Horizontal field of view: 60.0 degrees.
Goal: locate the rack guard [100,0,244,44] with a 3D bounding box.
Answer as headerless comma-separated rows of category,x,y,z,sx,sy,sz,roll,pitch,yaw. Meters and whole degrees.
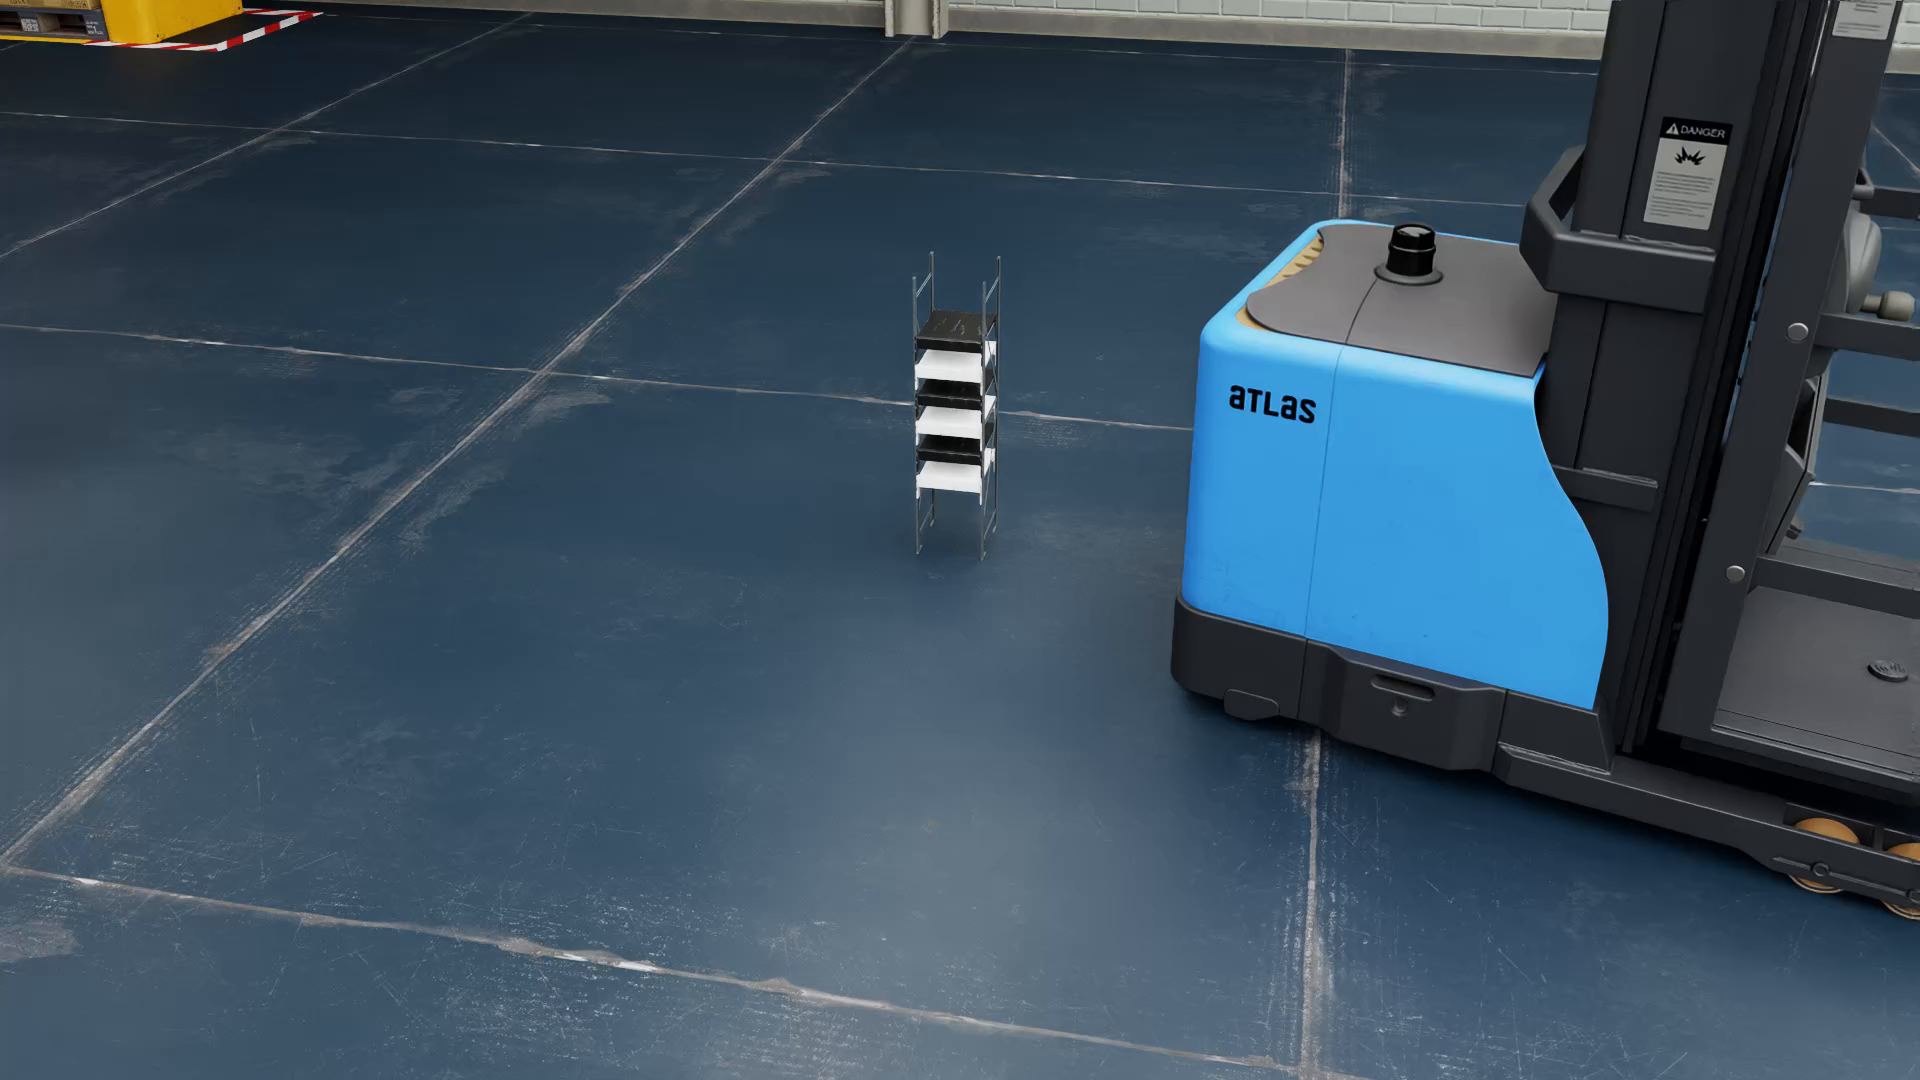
rack guard,-5.656,-3.941,11.929,0.348,0.500,1.175,6,29,11

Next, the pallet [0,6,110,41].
pallet,-6.436,-3.874,12.107,1.213,0.211,1.003,6,29,11

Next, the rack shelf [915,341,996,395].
rack shelf,-0.008,-0.524,4.965,0.200,0.077,0.258,6,29,11

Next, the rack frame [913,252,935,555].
rack frame,-0.107,-0.406,5.054,0.006,0.900,0.240,6,29,11

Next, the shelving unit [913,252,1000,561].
shelving unit,-0.008,-0.396,5.035,0.210,0.900,0.258,6,29,11

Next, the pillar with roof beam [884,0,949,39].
pillar with roof beam,-1.203,-5.541,6.001,0.400,9.000,9.100,6,29,11

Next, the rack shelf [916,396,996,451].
rack shelf,-0.008,-0.366,5.051,0.200,0.077,0.258,6,29,11

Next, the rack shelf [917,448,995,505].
rack shelf,-0.008,-0.208,5.138,0.200,0.077,0.258,6,29,11

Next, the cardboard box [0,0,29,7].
cardboard box,-6.689,-3.971,11.807,0.500,0.250,0.500,6,29,11

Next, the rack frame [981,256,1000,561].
rack frame,0.091,-0.385,5.017,0.006,0.900,0.240,6,29,11

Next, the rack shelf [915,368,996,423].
rack shelf,-0.008,-0.445,5.008,0.200,0.077,0.258,6,29,11

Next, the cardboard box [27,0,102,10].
cardboard box,-6.205,-3.917,11.707,0.500,0.250,0.500,6,29,11

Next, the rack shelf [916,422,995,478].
rack shelf,-0.008,-0.287,5.095,0.200,0.077,0.258,6,29,11

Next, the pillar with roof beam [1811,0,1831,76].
pillar with roof beam,4.664,-4.940,4.902,0.400,9.000,9.100,6,29,11

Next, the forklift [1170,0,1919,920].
forklift,2.112,-0.732,3.536,3.031,2.935,1.130,14,32,24

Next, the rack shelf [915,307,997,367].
rack shelf,-0.008,-0.603,4.922,0.200,0.077,0.258,6,29,11
